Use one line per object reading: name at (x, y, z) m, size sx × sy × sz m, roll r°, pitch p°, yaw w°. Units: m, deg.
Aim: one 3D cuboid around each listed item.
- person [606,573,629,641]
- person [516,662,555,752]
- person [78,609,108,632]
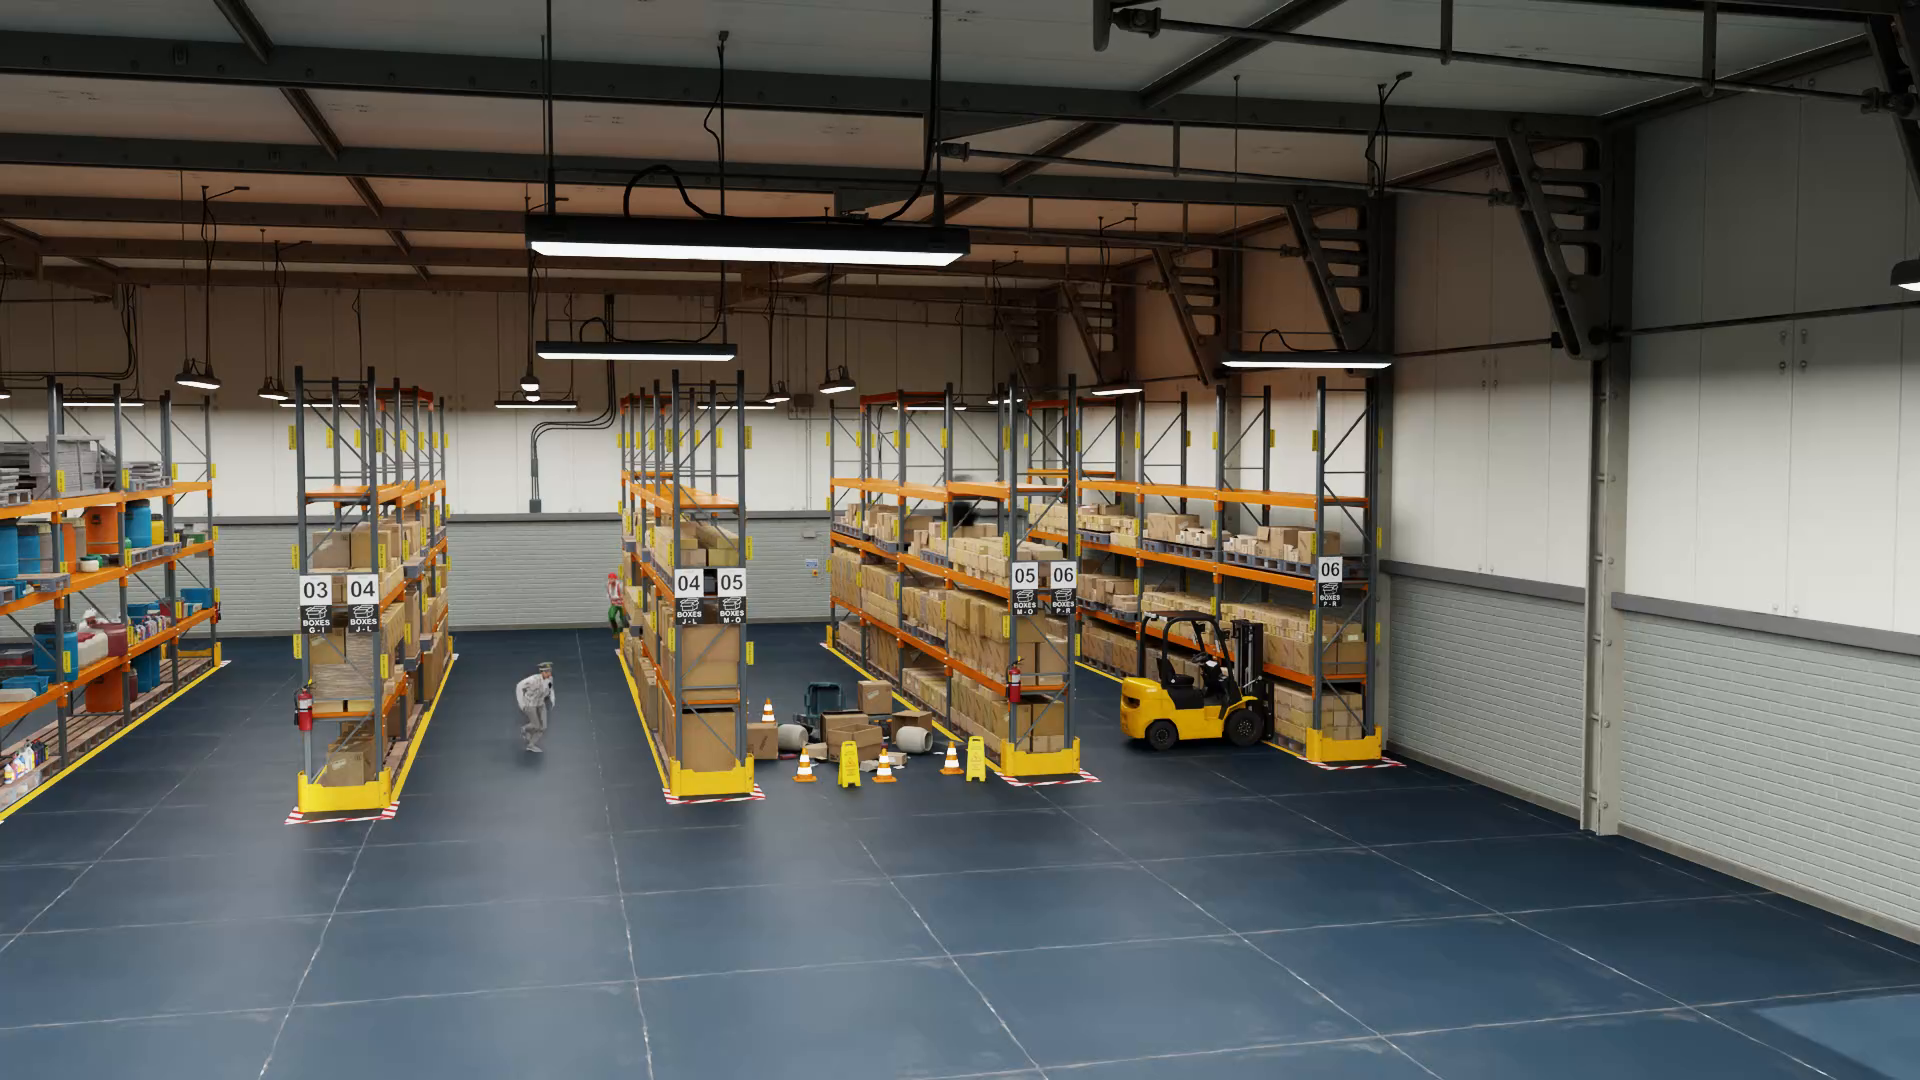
person at (-8.614, 1.684, 41.845) m, size 0.704 × 1.758 × 0.938 m, roll 1°, pitch 4°, yaw 19°
person at (-6.829, 2.682, 26.658) m, size 0.808 × 1.485 × 0.634 m, roll 3°, pitch 5°, yaw 44°
person at (-17.481, 2.185, 33.758) m, size 0.739 × 1.620 × 0.876 m, roll -2°, pitch 4°, yaw -25°
